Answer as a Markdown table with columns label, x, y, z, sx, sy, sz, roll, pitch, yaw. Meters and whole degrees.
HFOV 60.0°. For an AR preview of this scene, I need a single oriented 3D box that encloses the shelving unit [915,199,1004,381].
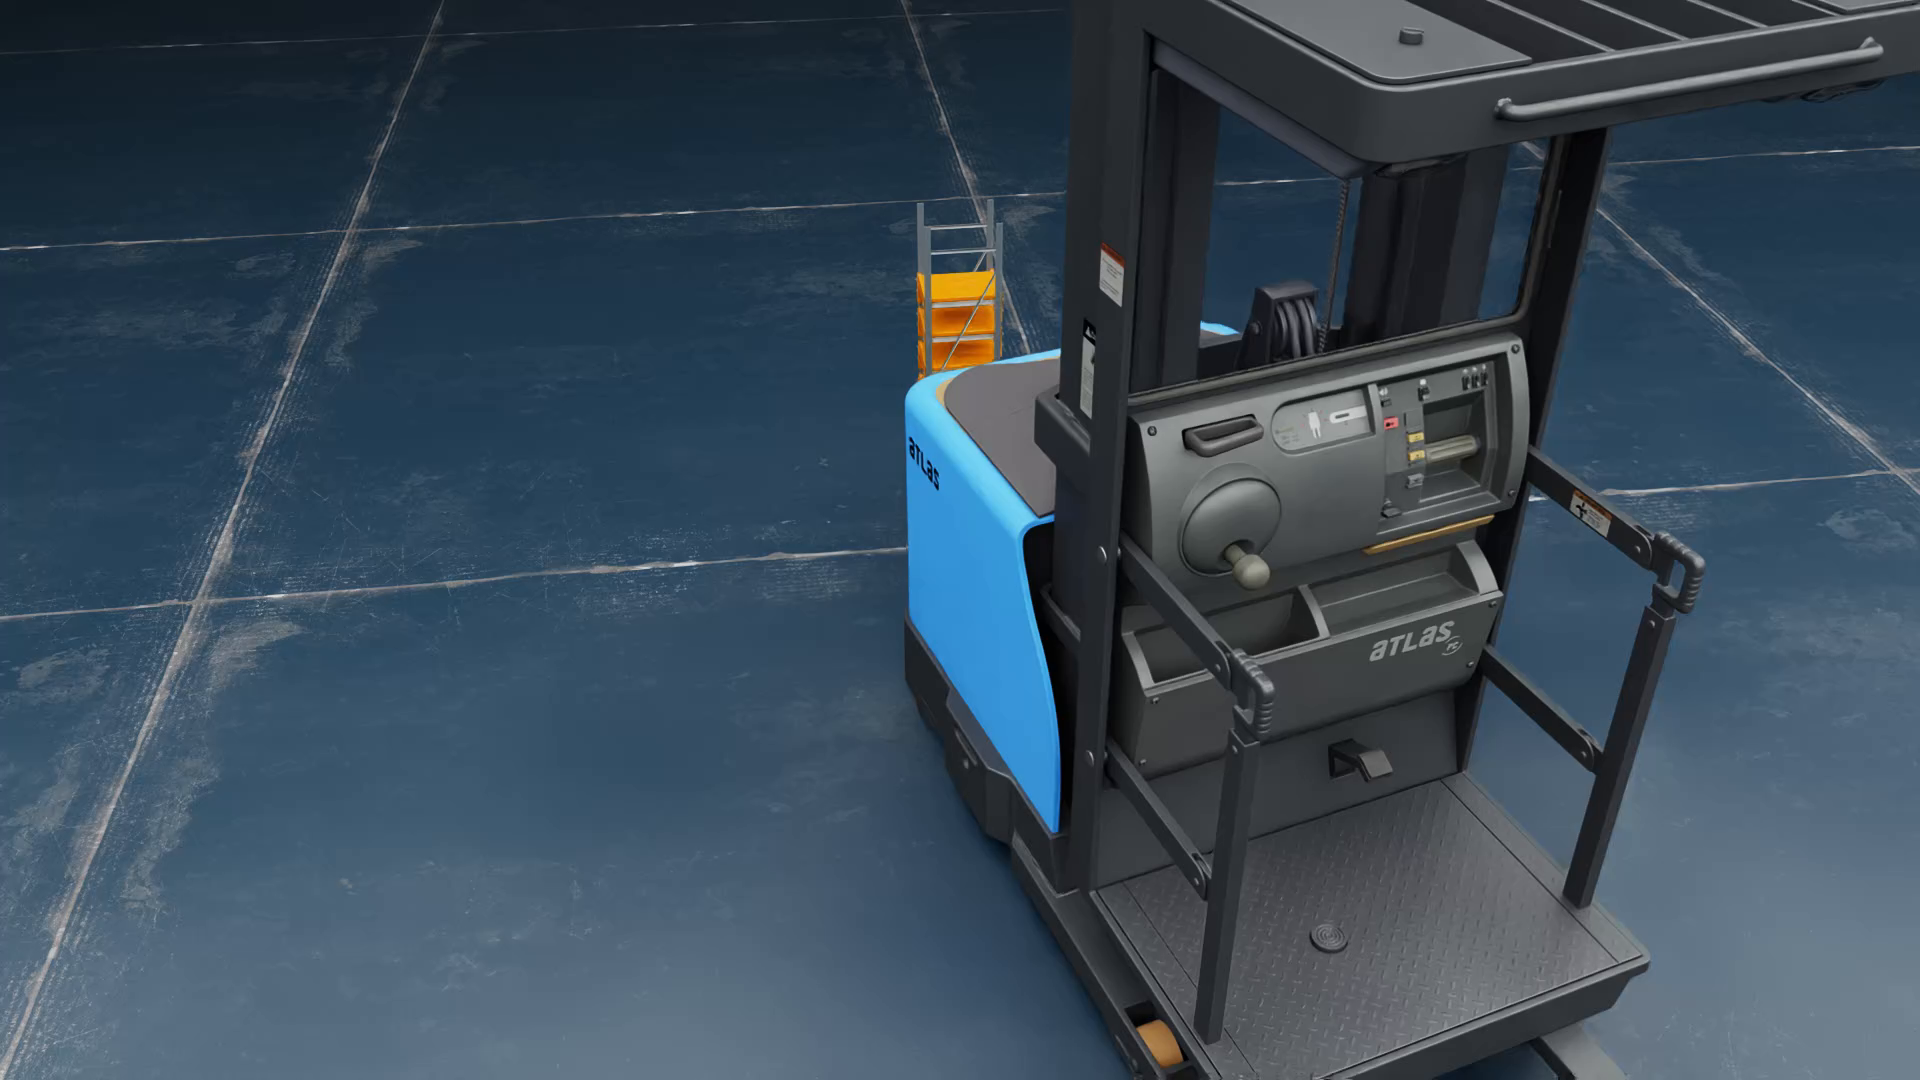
| label | x | y | z | sx | sy | sz | roll | pitch | yaw |
| --- | --- | --- | --- | --- | --- | --- | --- | --- | --- |
| shelving unit | -0.002 | -0.504 | 5.424 | 0.258 | 1.200 | 0.189 | -4 | 35 | -6 |

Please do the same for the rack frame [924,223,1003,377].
| label | x | y | z | sx | sy | sz | roll | pitch | yaw |
| --- | --- | --- | --- | --- | --- | --- | --- | --- | --- |
| rack frame | 0.010 | -0.453 | 5.349 | 0.240 | 1.200 | 0.006 | -4 | 35 | -6 |

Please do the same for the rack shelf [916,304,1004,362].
| label | x | y | z | sx | sy | sz | roll | pitch | yaw |
| --- | --- | --- | --- | --- | --- | --- | --- | --- | --- |
| rack shelf | -0.002 | -0.665 | 5.314 | 0.258 | 0.103 | 0.180 | -4 | 35 | -6 |

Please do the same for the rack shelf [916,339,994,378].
| label | x | y | z | sx | sy | sz | roll | pitch | yaw |
| --- | --- | --- | --- | --- | --- | --- | --- | --- | --- |
| rack shelf | -0.002 | -0.566 | 5.381 | 0.258 | 0.103 | 0.180 | -4 | 35 | -6 |

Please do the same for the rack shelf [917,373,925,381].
| label | x | y | z | sx | sy | sz | roll | pitch | yaw |
| --- | --- | --- | --- | --- | --- | --- | --- | --- | --- |
| rack shelf | -0.002 | -0.467 | 5.449 | 0.258 | 0.103 | 0.180 | -4 | 35 | -6 |

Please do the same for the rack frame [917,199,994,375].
| label | x | y | z | sx | sy | sz | roll | pitch | yaw |
| --- | --- | --- | --- | --- | --- | --- | --- | --- | --- |
| rack frame | -0.014 | -0.555 | 5.499 | 0.240 | 1.200 | 0.006 | -4 | 35 | -6 |

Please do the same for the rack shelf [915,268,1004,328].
| label | x | y | z | sx | sy | sz | roll | pitch | yaw |
| --- | --- | --- | --- | --- | --- | --- | --- | --- | --- |
| rack shelf | -0.002 | -0.765 | 5.246 | 0.258 | 0.103 | 0.180 | -4 | 35 | -6 |

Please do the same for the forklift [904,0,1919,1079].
| label | x | y | z | sx | sy | sz | roll | pitch | yaw |
| --- | --- | --- | --- | --- | --- | --- | --- | --- | --- |
| forklift | 0.878 | -0.103 | 3.298 | 1.130 | 2.935 | 3.031 | -13 | 37 | -19 |
